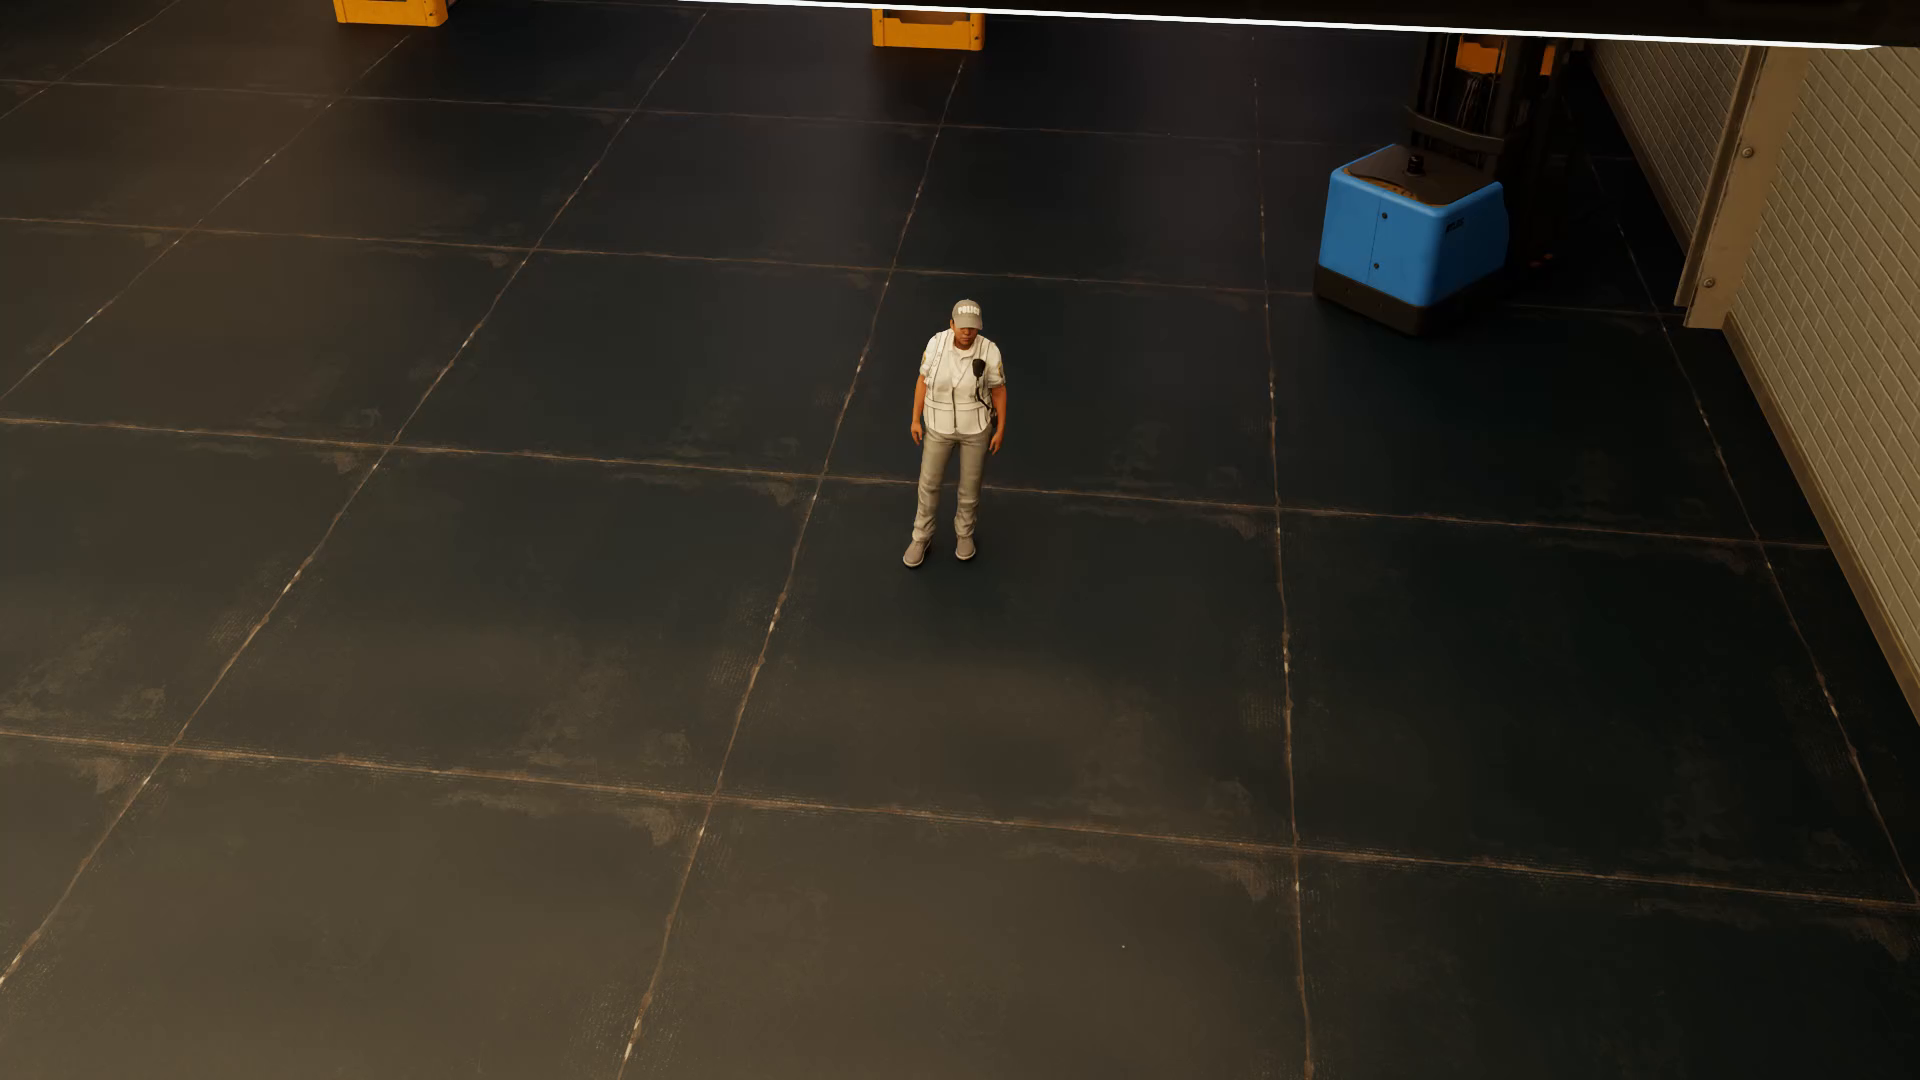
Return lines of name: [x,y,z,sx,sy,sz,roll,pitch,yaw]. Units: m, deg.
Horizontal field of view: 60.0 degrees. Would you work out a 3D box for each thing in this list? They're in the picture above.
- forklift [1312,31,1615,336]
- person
forklift: [4.198,-3.454,12.716,3.031,2.935,1.130,-28,45,-33]
person: [-0.032,-0.630,9.945,0.598,1.660,0.529,4,37,6]
